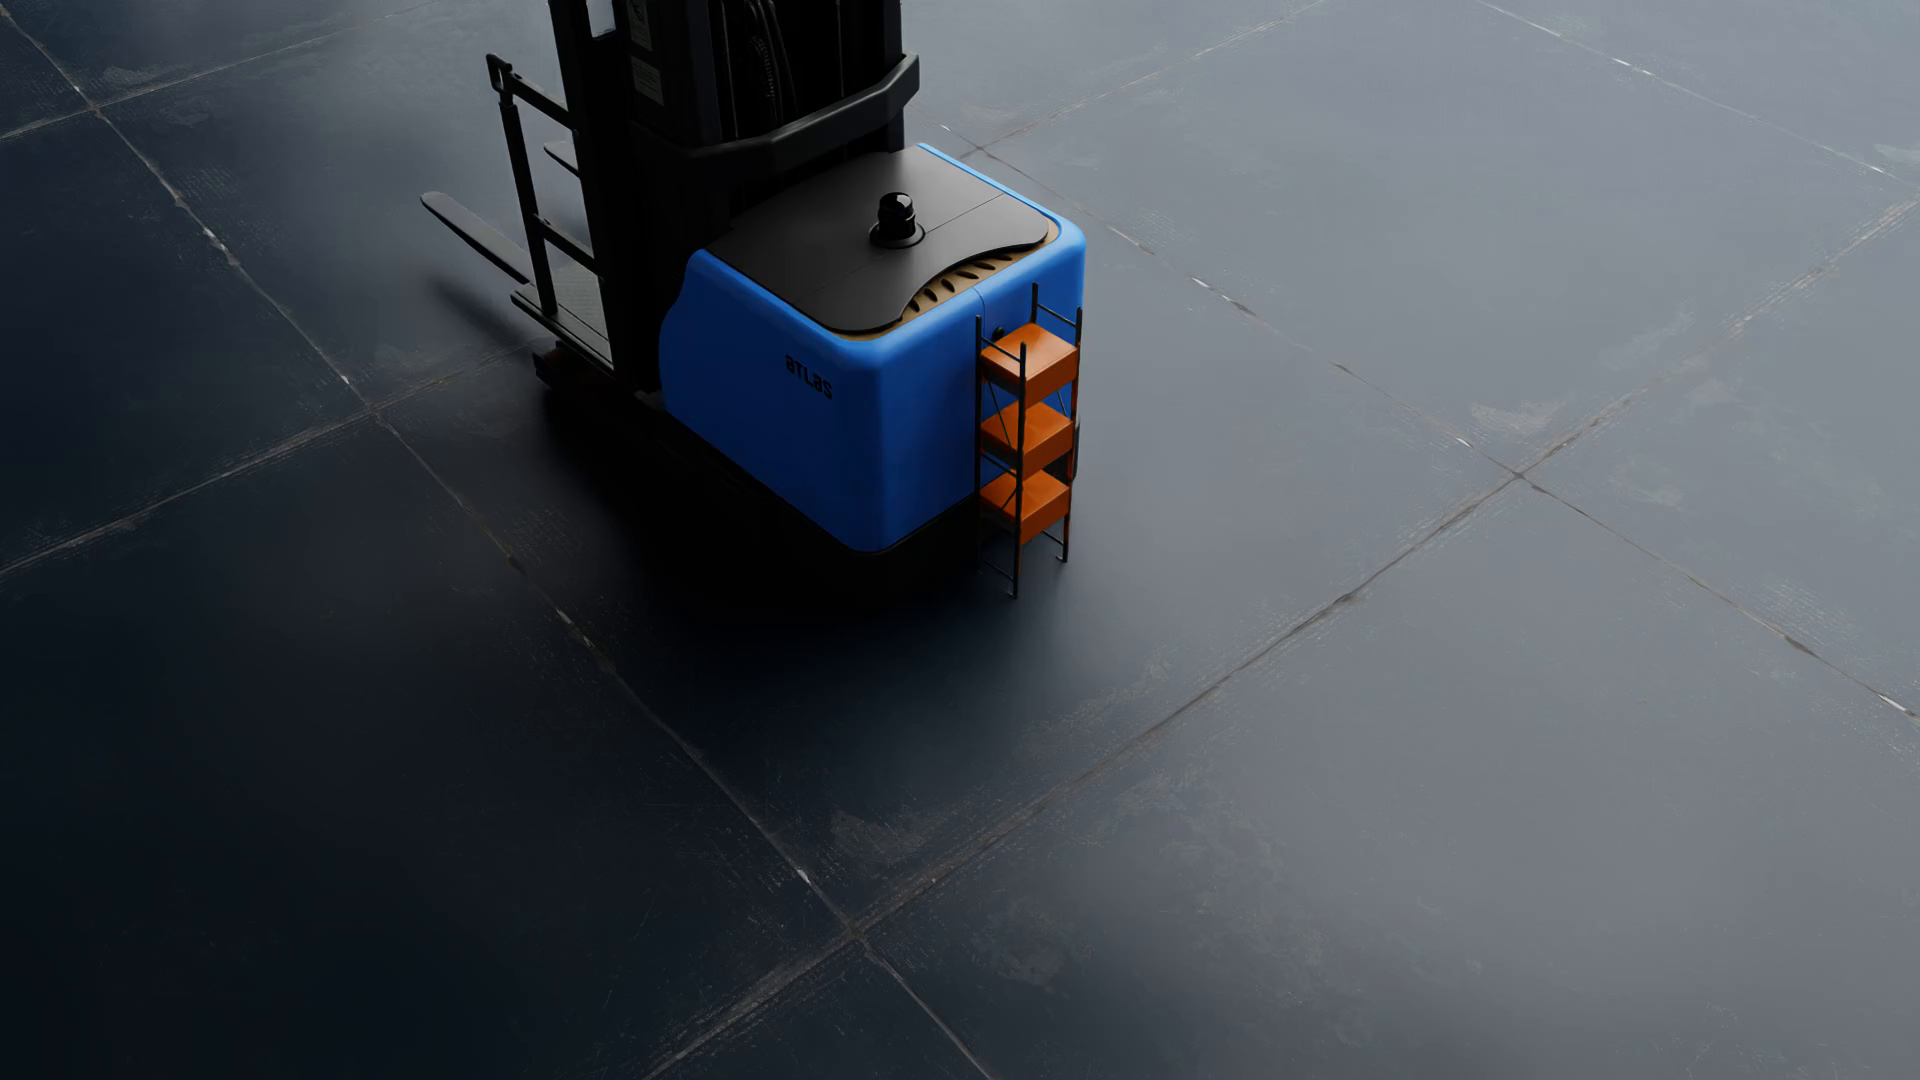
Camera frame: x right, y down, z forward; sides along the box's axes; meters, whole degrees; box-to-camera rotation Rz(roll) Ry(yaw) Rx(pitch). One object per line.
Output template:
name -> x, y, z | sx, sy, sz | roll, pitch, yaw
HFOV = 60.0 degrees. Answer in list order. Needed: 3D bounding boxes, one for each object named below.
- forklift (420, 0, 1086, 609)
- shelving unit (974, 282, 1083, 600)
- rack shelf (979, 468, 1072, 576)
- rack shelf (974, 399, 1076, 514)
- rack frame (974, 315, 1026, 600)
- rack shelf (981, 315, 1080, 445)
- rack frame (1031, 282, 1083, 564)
forklift -> -0.970, -1.757, 5.480 | 1.130, 2.935, 3.031 | -33, 53, -30
shelving unit -> 0.206, -0.293, 5.295 | 0.252, 1.050, 0.215 | -34, 53, -31
rack shelf -> 0.206, -0.082, 5.492 | 0.240, 0.259, 0.215 | -34, 53, -31
rack shelf -> 0.206, -0.285, 5.302 | 0.240, 0.259, 0.215 | -34, 53, -31
rack frame -> 0.120, -0.234, 5.232 | 0.008, 1.050, 0.200 | -34, 53, -31
rack shelf -> 0.206, -0.492, 5.108 | 0.240, 0.259, 0.215 | -34, 53, -31
rack frame -> 0.293, -0.352, 5.358 | 0.008, 1.050, 0.200 | -34, 53, -31
